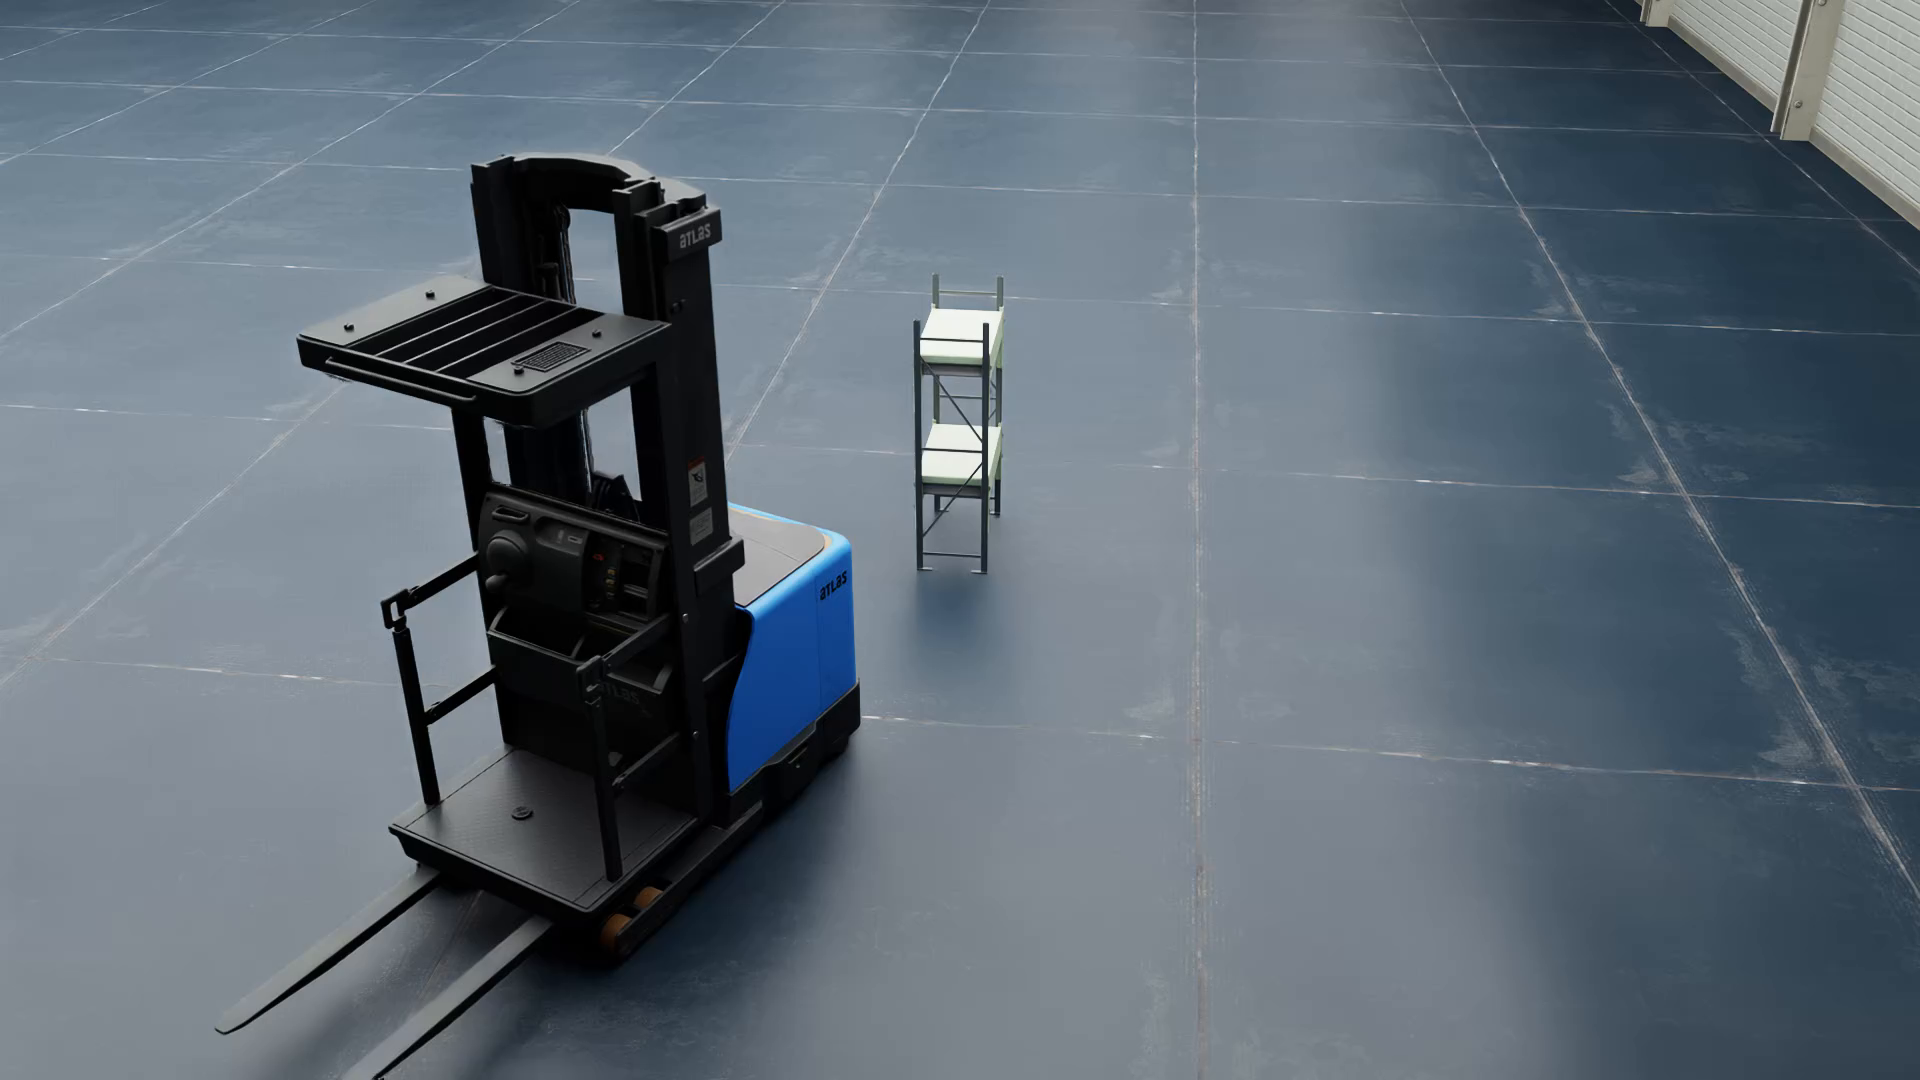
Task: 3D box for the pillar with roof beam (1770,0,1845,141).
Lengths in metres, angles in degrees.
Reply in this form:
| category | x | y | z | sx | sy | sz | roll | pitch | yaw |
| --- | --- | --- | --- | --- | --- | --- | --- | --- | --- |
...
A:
| category | x | y | z | sx | sy | sz | roll | pitch | yaw |
| --- | --- | --- | --- | --- | --- | --- | --- | --- | --- |
| pillar with roof beam | 4.607 | -8.534 | 16.104 | 9.100 | 9.000 | 0.400 | 3 | 28 | 6 |

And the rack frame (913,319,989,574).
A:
| category | x | y | z | sx | sy | sz | roll | pitch | yaw |
| --- | --- | --- | --- | --- | --- | --- | --- | --- | --- |
| rack frame | -0.046 | -0.485 | 9.069 | 0.400 | 1.500 | 0.023 | 3 | 28 | 6 |

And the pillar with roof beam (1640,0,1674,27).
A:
| category | x | y | z | sx | sy | sz | roll | pitch | yaw |
| --- | --- | --- | --- | --- | --- | --- | --- | --- | --- |
| pillar with roof beam | 5.342 | -11.359 | 21.346 | 9.100 | 9.000 | 0.400 | 3 | 28 | 6 |

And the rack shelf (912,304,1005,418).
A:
| category | x | y | z | sx | sy | sz | roll | pitch | yaw |
| --- | --- | --- | --- | --- | --- | --- | --- | --- | --- |
| rack shelf | -0.001 | -1.001 | 9.203 | 0.431 | 0.370 | 0.720 | 3 | 28 | 6 |

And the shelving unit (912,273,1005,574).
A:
| category | x | y | z | sx | sy | sz | roll | pitch | yaw |
| --- | --- | --- | --- | --- | --- | --- | --- | --- | --- |
| shelving unit | -0.001 | -0.657 | 9.388 | 0.431 | 1.500 | 0.755 | 3 | 28 | 6 |

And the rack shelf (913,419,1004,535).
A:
| category | x | y | z | sx | sy | sz | roll | pitch | yaw |
| --- | --- | --- | --- | --- | --- | --- | --- | --- | --- |
| rack shelf | -0.001 | -0.370 | 9.543 | 0.431 | 0.370 | 0.720 | 3 | 28 | 6 |

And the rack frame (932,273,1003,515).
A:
| category | x | y | z | sx | sy | sz | roll | pitch | yaw |
| --- | --- | --- | --- | --- | --- | --- | --- | --- | --- |
| rack frame | 0.044 | -0.829 | 9.708 | 0.400 | 1.500 | 0.023 | 3 | 28 | 6 |

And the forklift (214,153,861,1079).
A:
| category | x | y | z | sx | sy | sz | roll | pitch | yaw |
| --- | --- | --- | --- | --- | --- | --- | --- | --- | --- |
| forklift | -1.650 | 0.127 | 6.424 | 1.130 | 2.935 | 3.031 | 15 | 32 | 26 |
